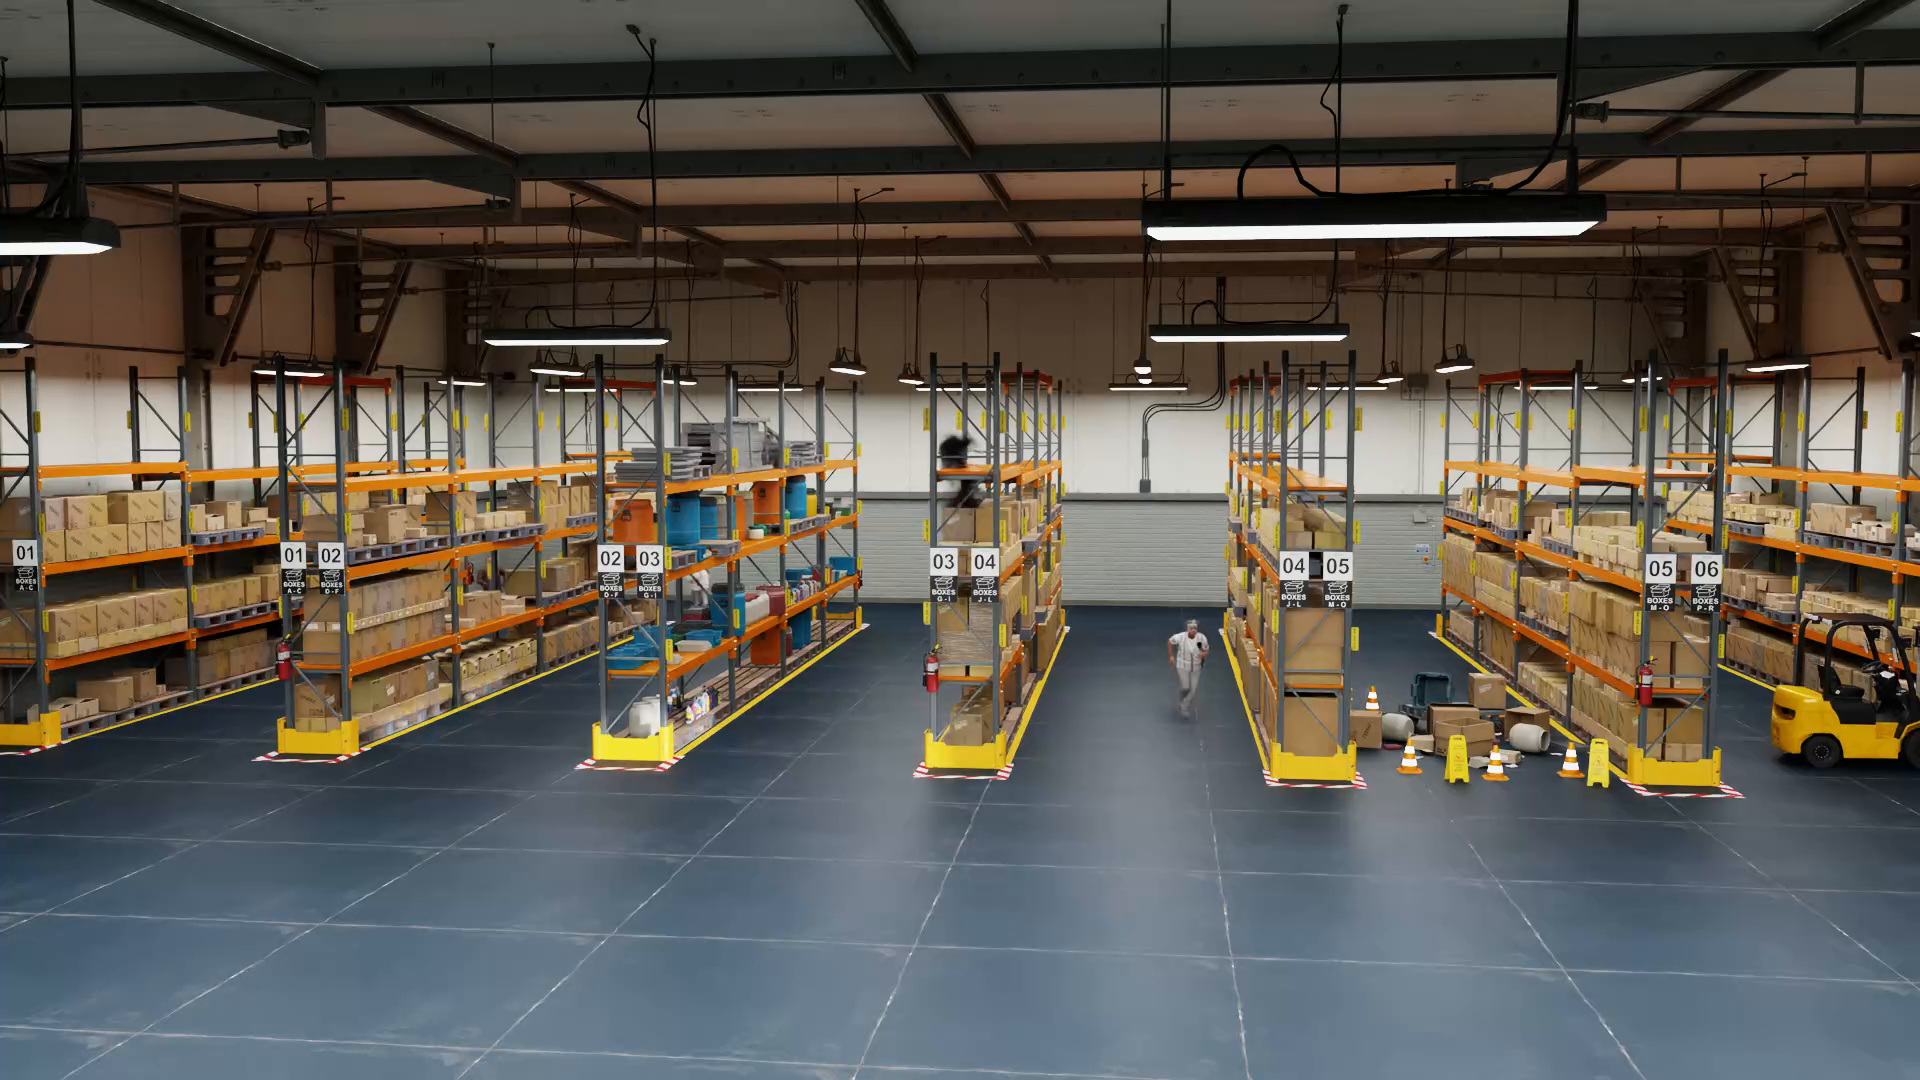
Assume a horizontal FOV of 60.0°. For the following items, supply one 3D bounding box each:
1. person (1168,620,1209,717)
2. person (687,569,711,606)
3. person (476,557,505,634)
[{"bbox_3d":[3.885,2.172,28.123,0.640,1.700,0.728,-1,4,-9],"label":"person"},{"bbox_3d":[-6.430,1.226,40.999,0.650,1.787,0.939,-2,4,-21],"label":"person"},{"bbox_3d":[-11.164,1.314,39.630,0.658,1.847,0.932,0,4,-3],"label":"person"}]
